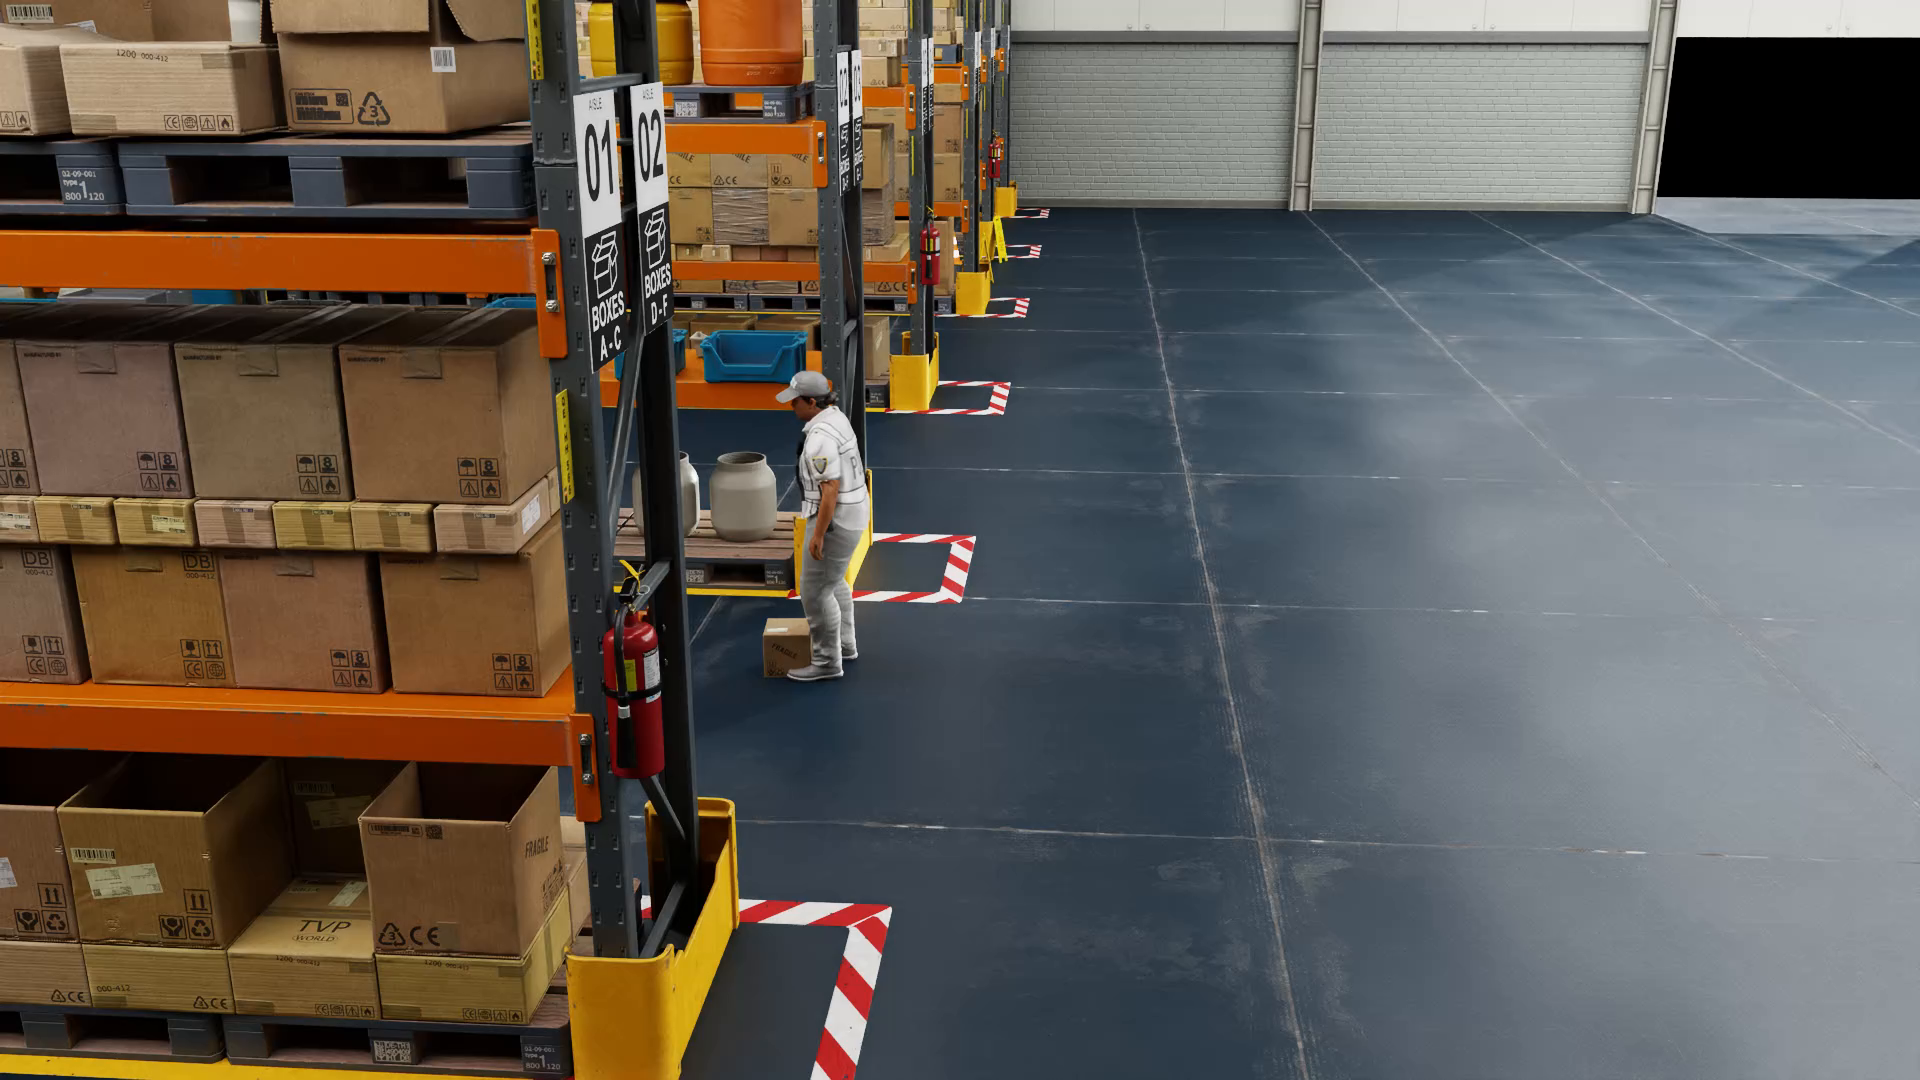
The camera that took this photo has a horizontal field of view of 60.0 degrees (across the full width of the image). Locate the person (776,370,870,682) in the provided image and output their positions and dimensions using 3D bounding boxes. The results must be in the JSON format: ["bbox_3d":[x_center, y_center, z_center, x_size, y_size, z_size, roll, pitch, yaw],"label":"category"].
[{"bbox_3d":[-0.714,-0.085,8.808,0.473,1.666,0.547,1,18,3],"label":"person"}]
